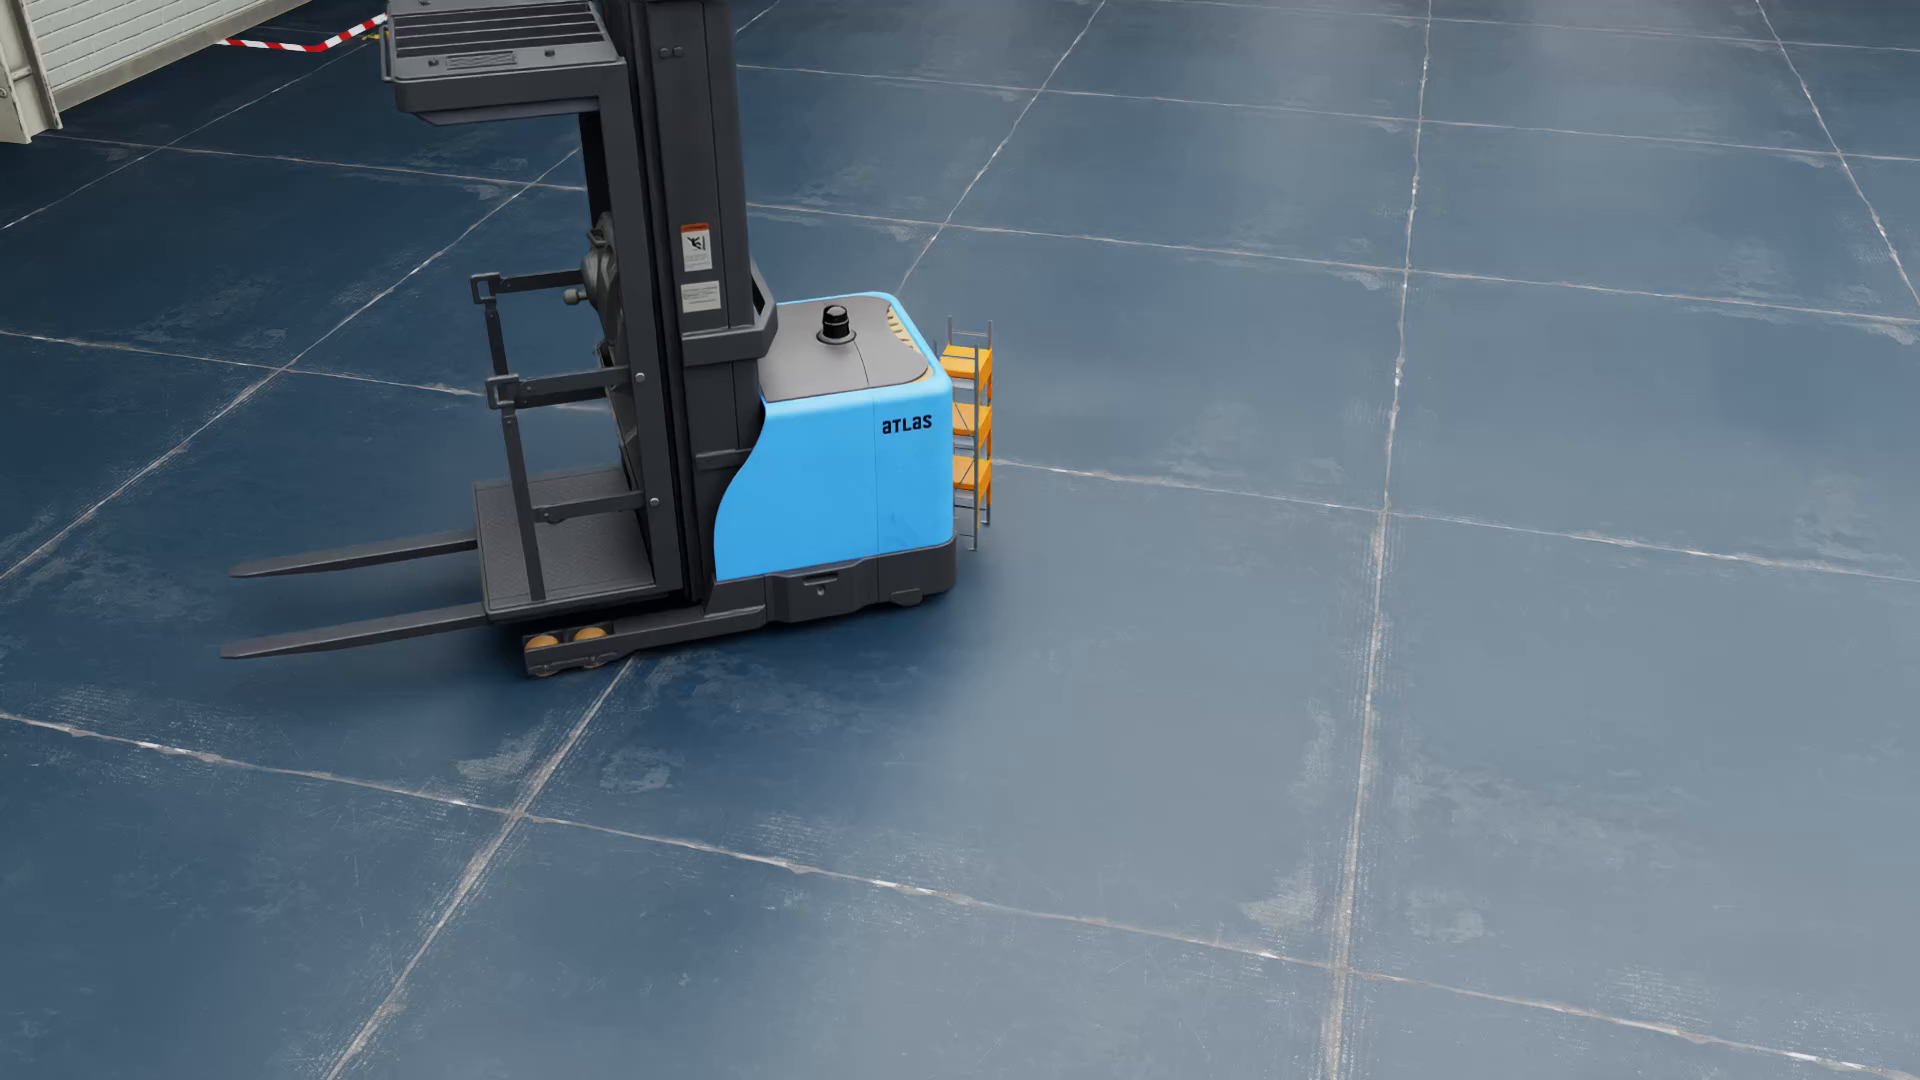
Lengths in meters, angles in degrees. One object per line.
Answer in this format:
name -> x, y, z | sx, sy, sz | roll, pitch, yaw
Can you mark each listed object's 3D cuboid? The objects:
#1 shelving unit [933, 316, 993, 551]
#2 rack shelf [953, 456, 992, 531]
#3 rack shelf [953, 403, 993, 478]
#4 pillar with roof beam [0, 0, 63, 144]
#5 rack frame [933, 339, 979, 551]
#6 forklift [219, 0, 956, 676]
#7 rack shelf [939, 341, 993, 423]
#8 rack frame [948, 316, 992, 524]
shelving unit -> 0.014, -0.471, 7.512 | 0.215, 1.050, 0.252 | 8, 33, 12
rack shelf -> 0.015, -0.228, 7.667 | 0.215, 0.259, 0.240 | 8, 33, 12
rack shelf -> 0.014, -0.462, 7.518 | 0.215, 0.259, 0.240 | 8, 33, 12
pillar with roof beam -> -2.891, -6.288, 9.254 | 9.100, 9.000, 0.400 | 8, 33, 12
rack frame -> -0.016, -0.408, 7.413 | 0.200, 1.050, 0.008 | 8, 33, 12
forklift -> -1.592, -0.993, 6.580 | 3.031, 2.935, 1.130 | -9, 34, -14
rack shelf -> 0.014, -0.702, 7.366 | 0.215, 0.259, 0.240 | 8, 33, 12
rack frame -> 0.045, -0.535, 7.612 | 0.200, 1.050, 0.008 | 8, 33, 12
